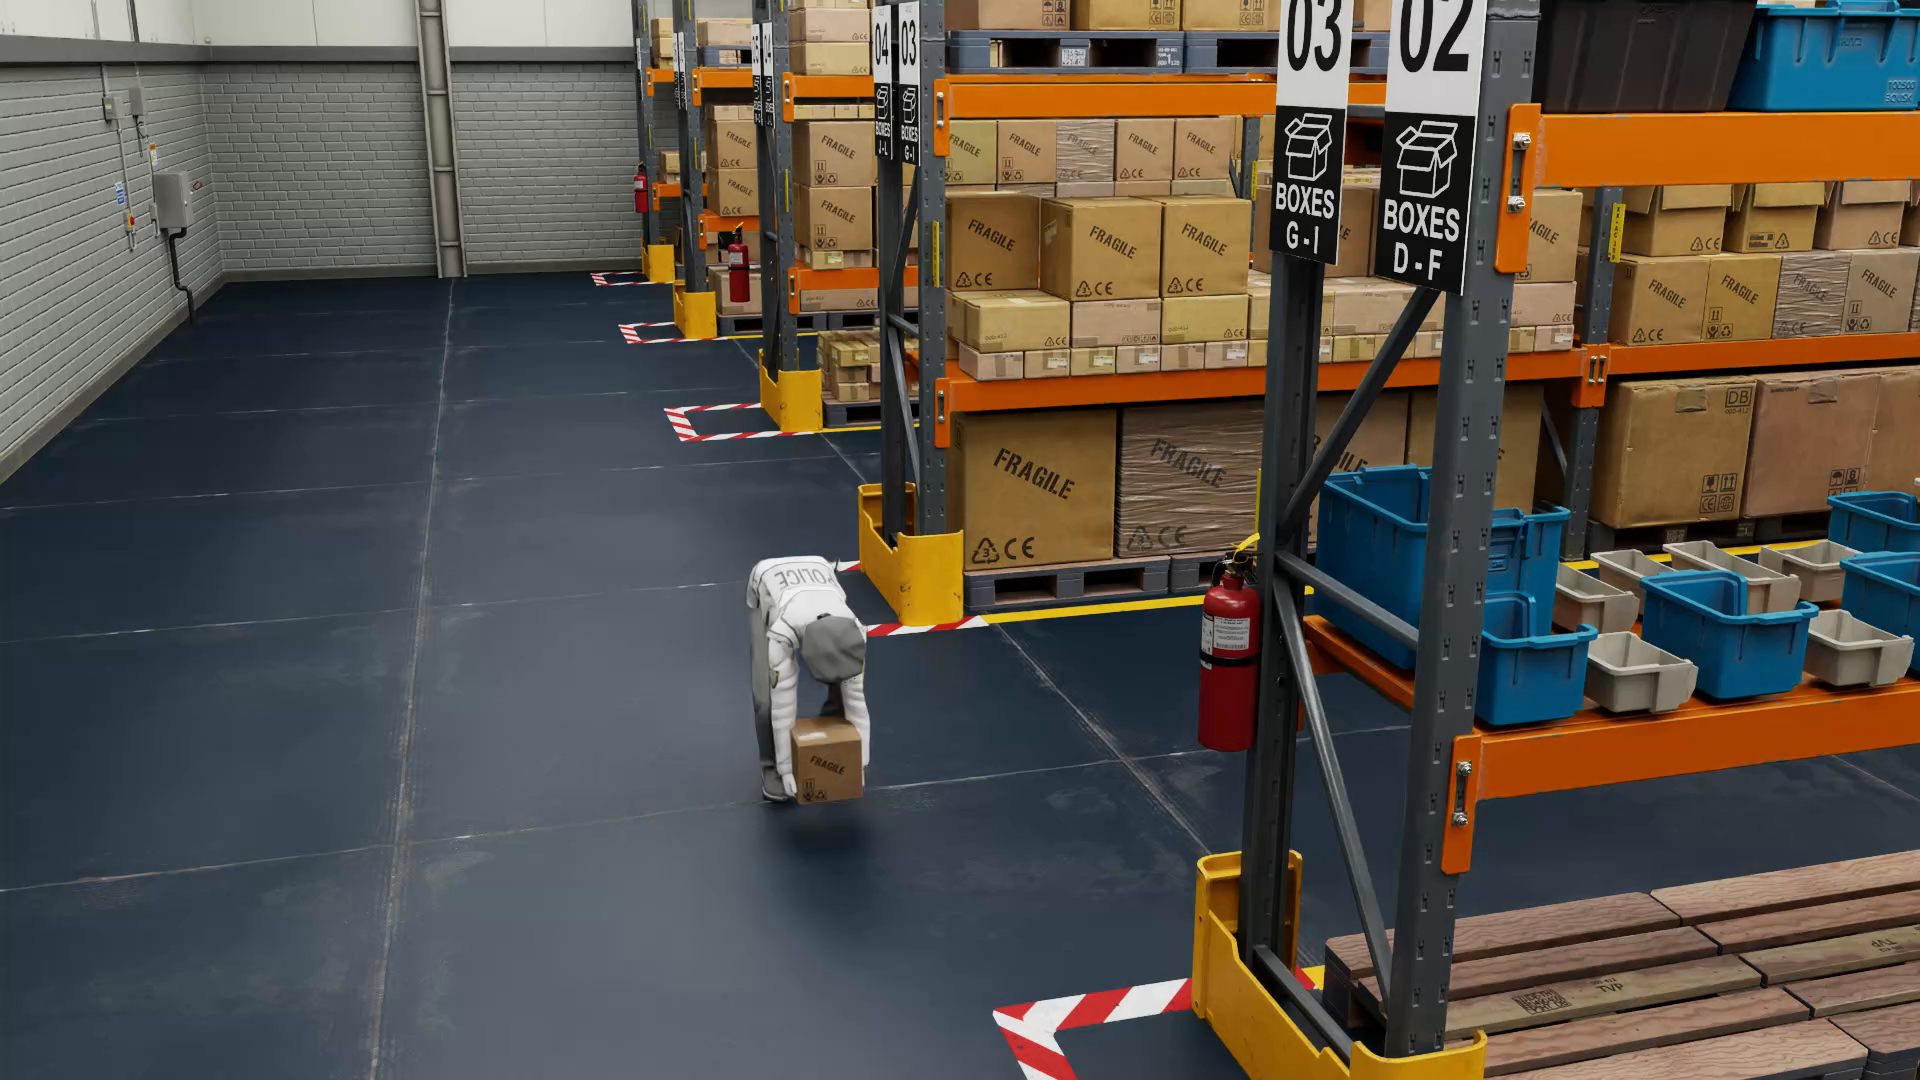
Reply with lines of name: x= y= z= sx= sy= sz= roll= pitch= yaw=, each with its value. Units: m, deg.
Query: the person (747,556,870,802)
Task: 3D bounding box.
person: x=-0.590 y=0.608 z=6.638 sx=0.436 sy=0.994 sz=0.912 roll=-5 pitch=17 yaw=-18
